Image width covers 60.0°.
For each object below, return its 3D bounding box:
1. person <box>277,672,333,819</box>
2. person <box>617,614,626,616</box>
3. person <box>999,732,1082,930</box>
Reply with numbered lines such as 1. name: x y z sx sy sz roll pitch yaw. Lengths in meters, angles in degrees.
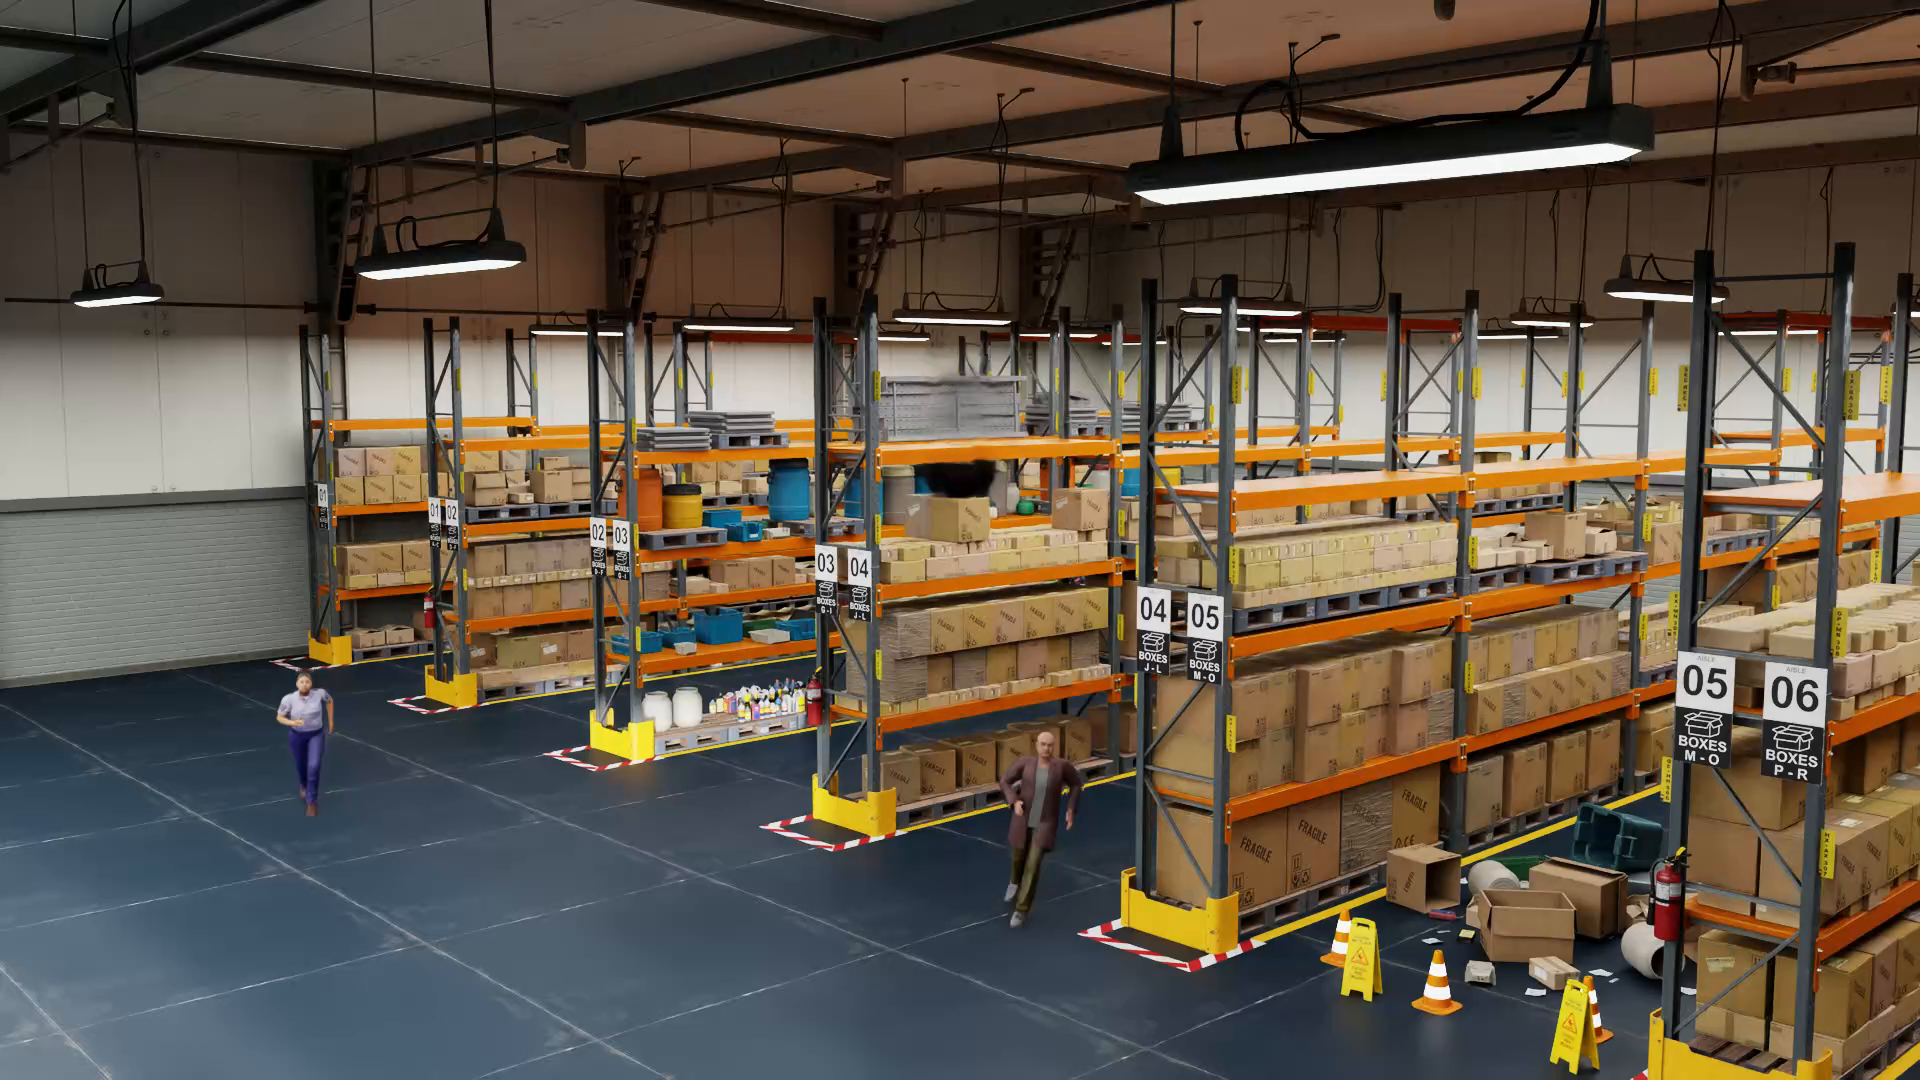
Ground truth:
1. person: -7.723 2.377 19.650 0.625 1.685 0.936 -2 6 -23
2. person: -6.146 1.218 30.438 0.642 1.733 0.729 5 7 38
3. person: 0.741 2.691 15.753 0.766 1.760 1.038 1 6 12
